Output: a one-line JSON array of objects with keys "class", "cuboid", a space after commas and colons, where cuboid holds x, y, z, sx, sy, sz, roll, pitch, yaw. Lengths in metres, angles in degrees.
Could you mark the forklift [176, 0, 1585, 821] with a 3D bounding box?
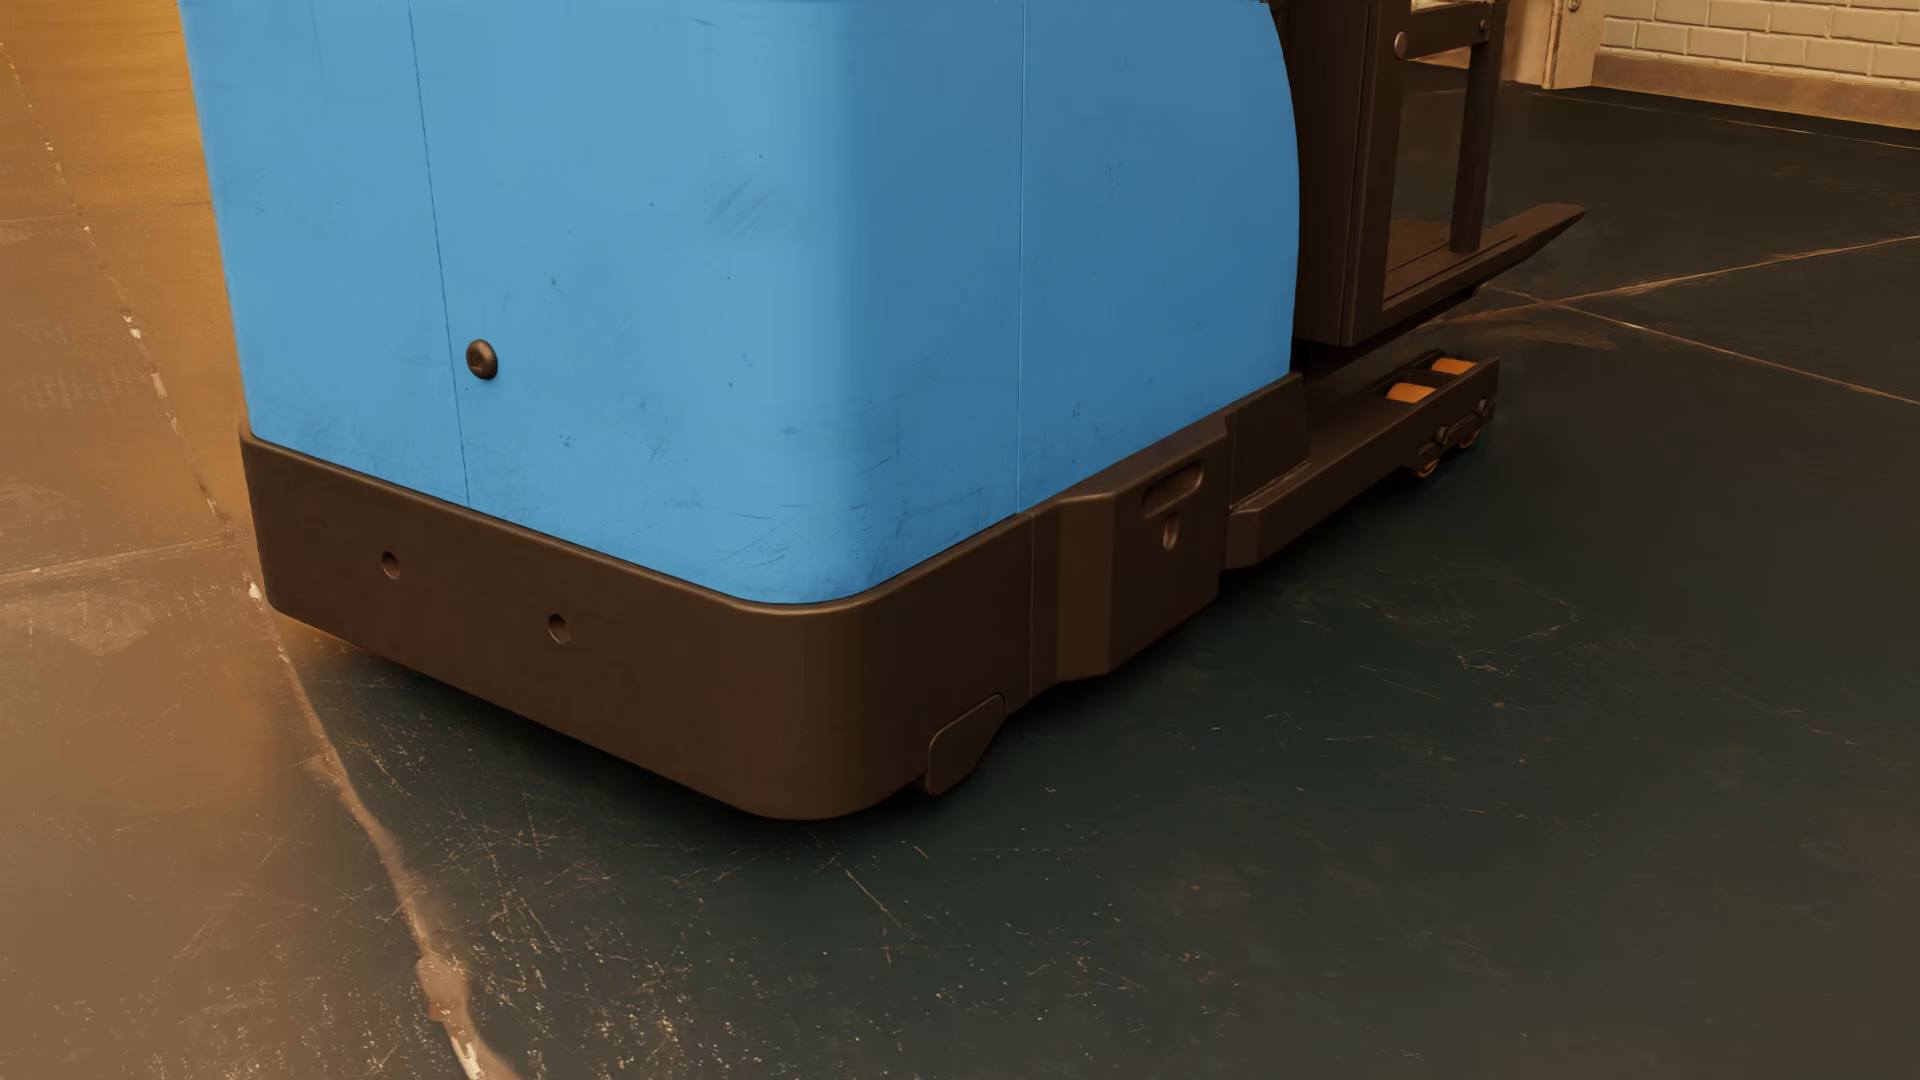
[{"class": "forklift", "cuboid": [0.332, -1.561, 2.578, 1.130, 2.935, 3.031, 16, 27, 33]}]
